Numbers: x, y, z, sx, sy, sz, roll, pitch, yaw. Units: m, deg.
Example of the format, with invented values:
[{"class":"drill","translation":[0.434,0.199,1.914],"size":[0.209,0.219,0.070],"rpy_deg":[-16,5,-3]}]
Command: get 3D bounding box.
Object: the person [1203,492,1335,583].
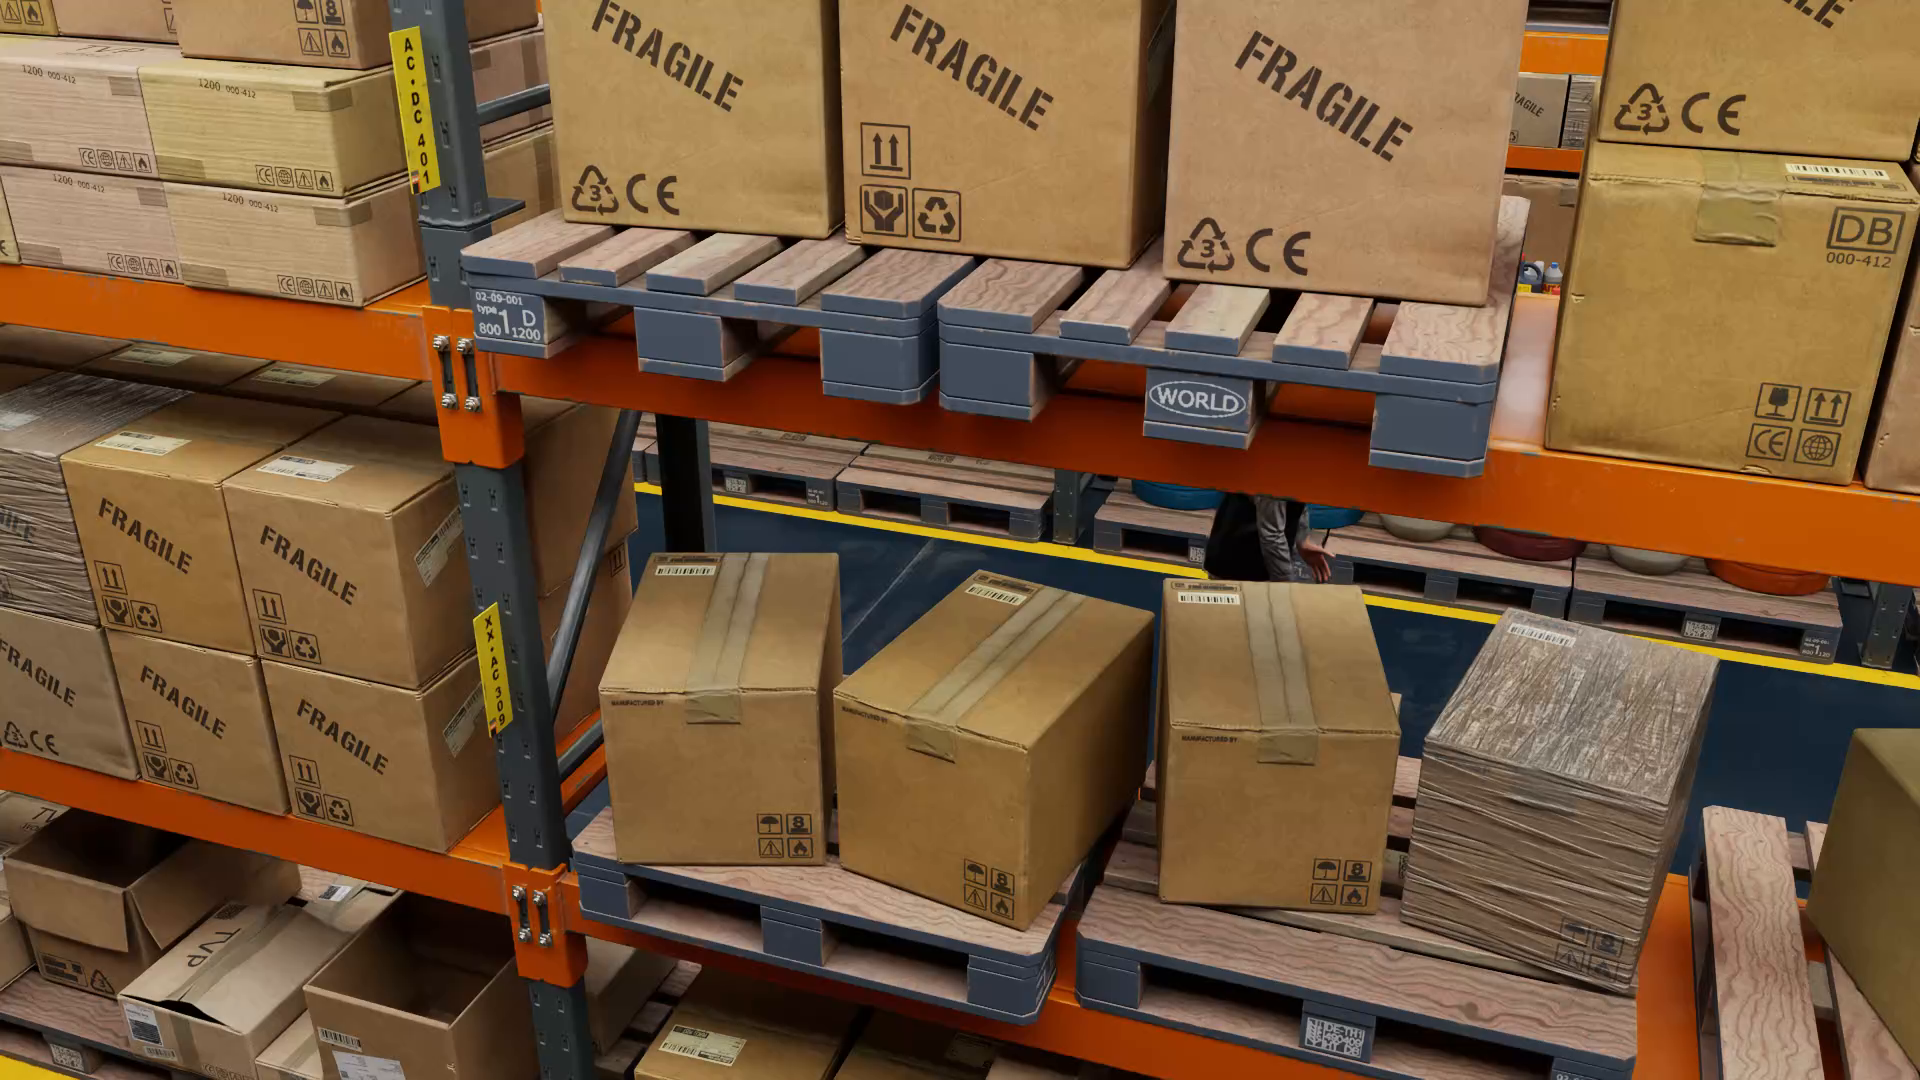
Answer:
[{"class":"person","translation":[1.302,0.117,7.027],"size":[0.509,1.617,0.574],"rpy_deg":[9,27,19]}]
